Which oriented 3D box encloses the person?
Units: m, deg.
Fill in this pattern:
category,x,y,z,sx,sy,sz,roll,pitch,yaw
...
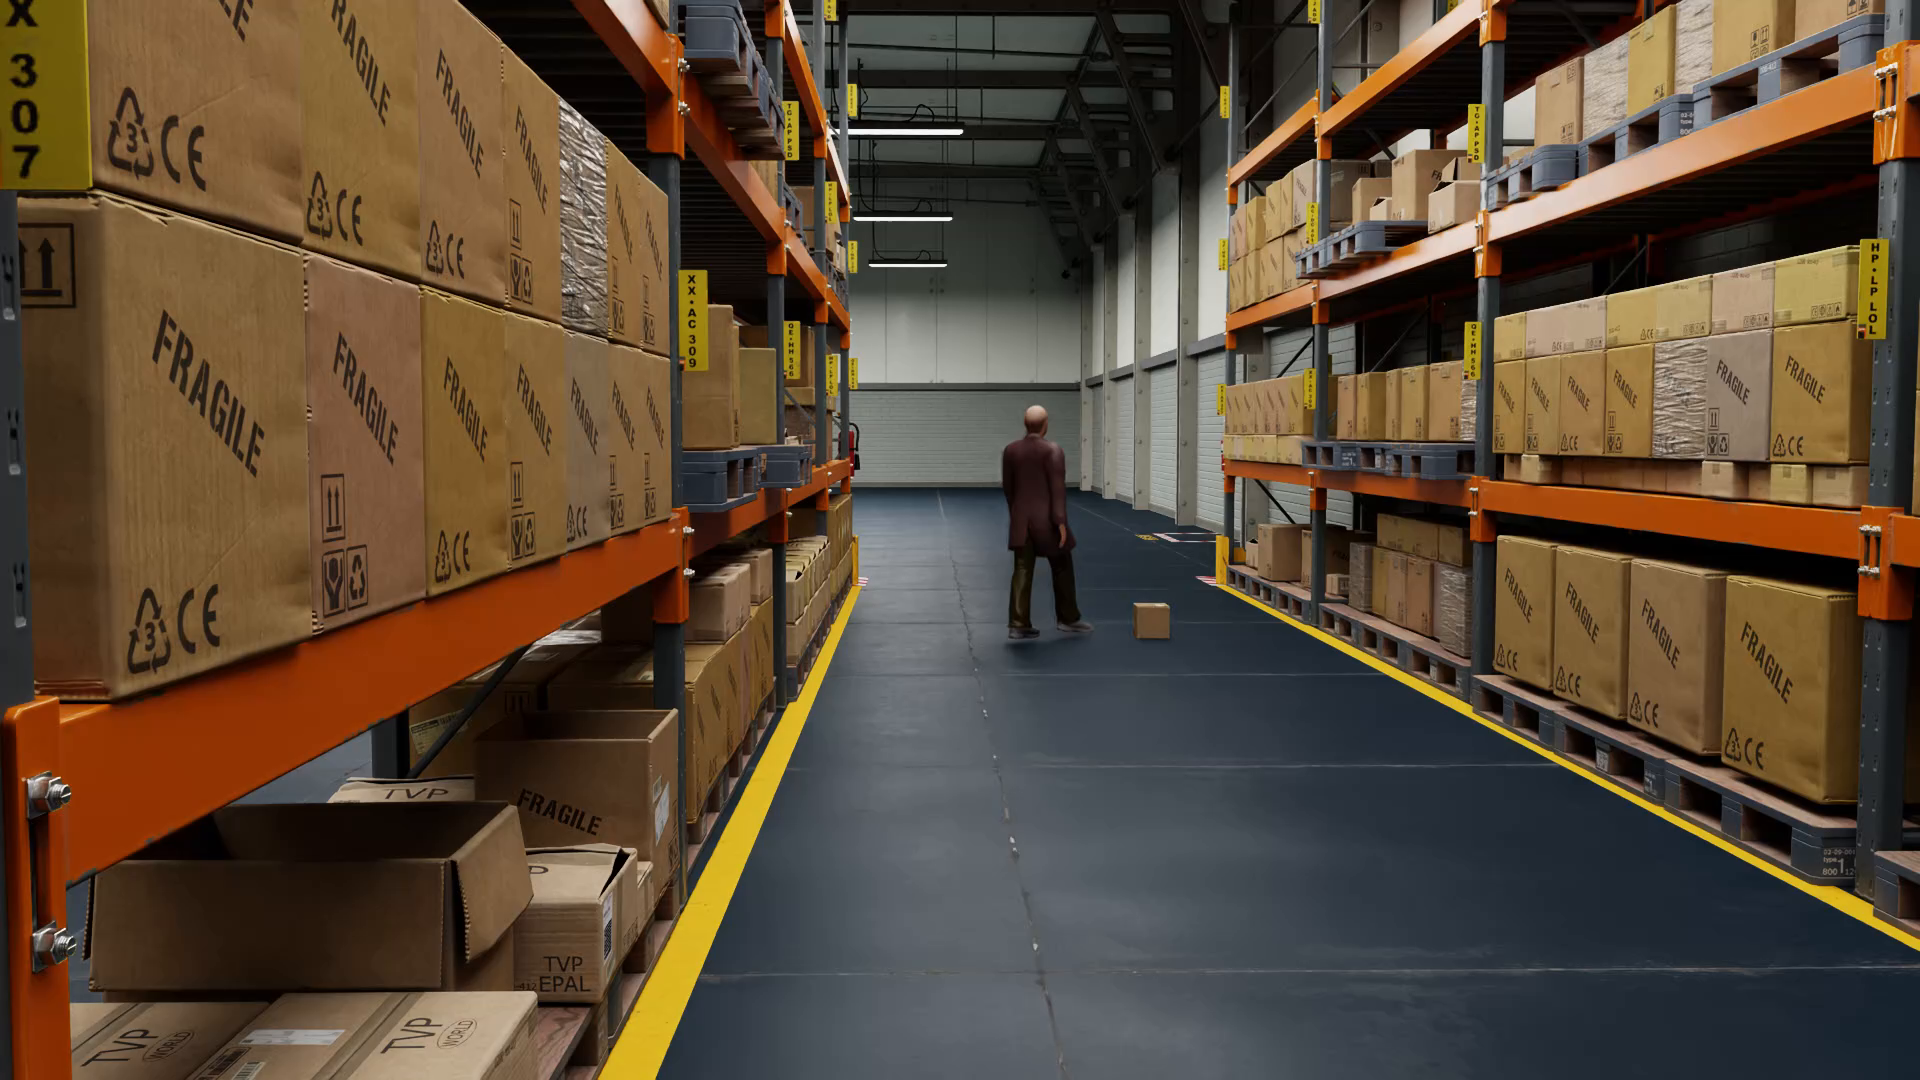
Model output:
category,x,y,z,sx,sy,sz,roll,pitch,yaw
person,0.644,-0.145,12.675,0.610,1.755,0.878,2,4,29
